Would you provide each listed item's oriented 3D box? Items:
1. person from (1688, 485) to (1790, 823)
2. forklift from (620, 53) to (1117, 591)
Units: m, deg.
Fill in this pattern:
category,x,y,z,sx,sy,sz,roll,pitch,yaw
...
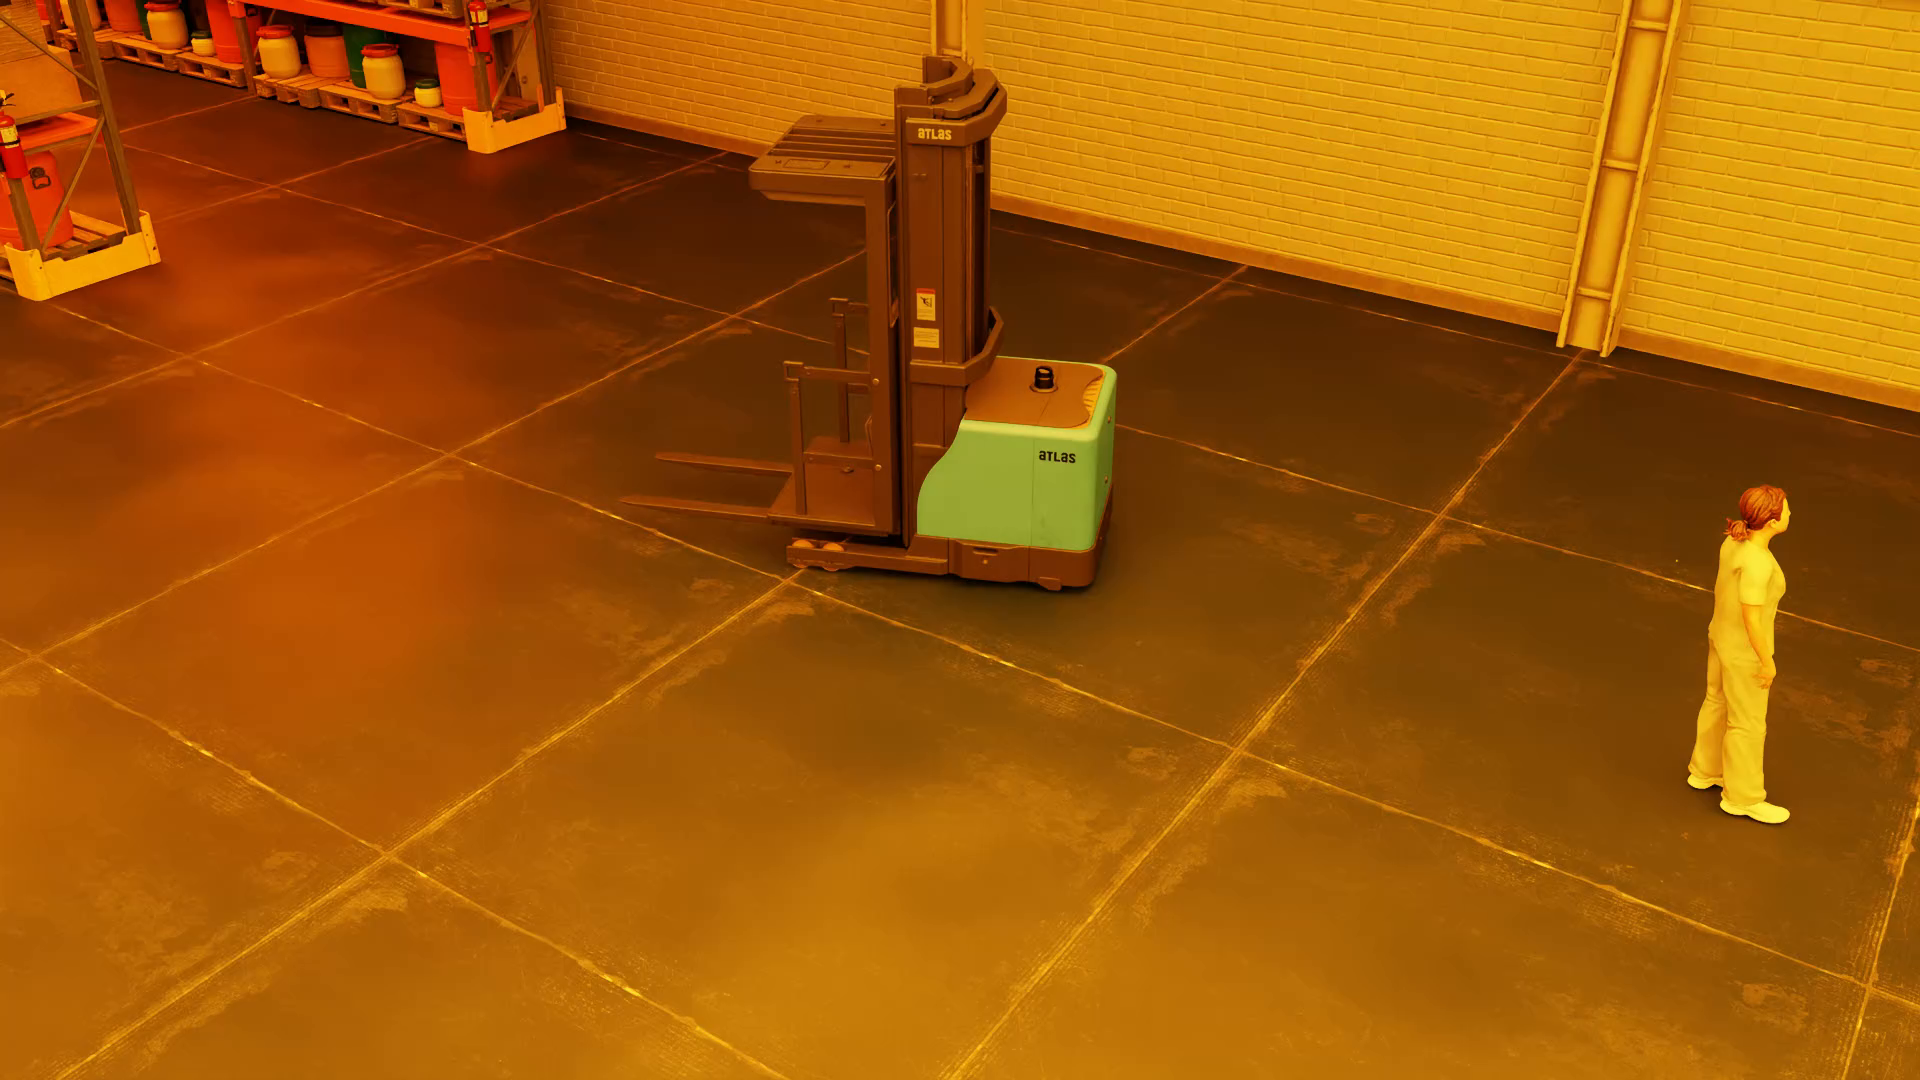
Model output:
category,x,y,z,sx,sy,sz,roll,pitch,yaw
person,3.806,0.518,7.934,0.533,1.665,0.549,4,30,6
forklift,-0.596,-1.330,9.871,3.031,2.935,1.130,6,31,10
